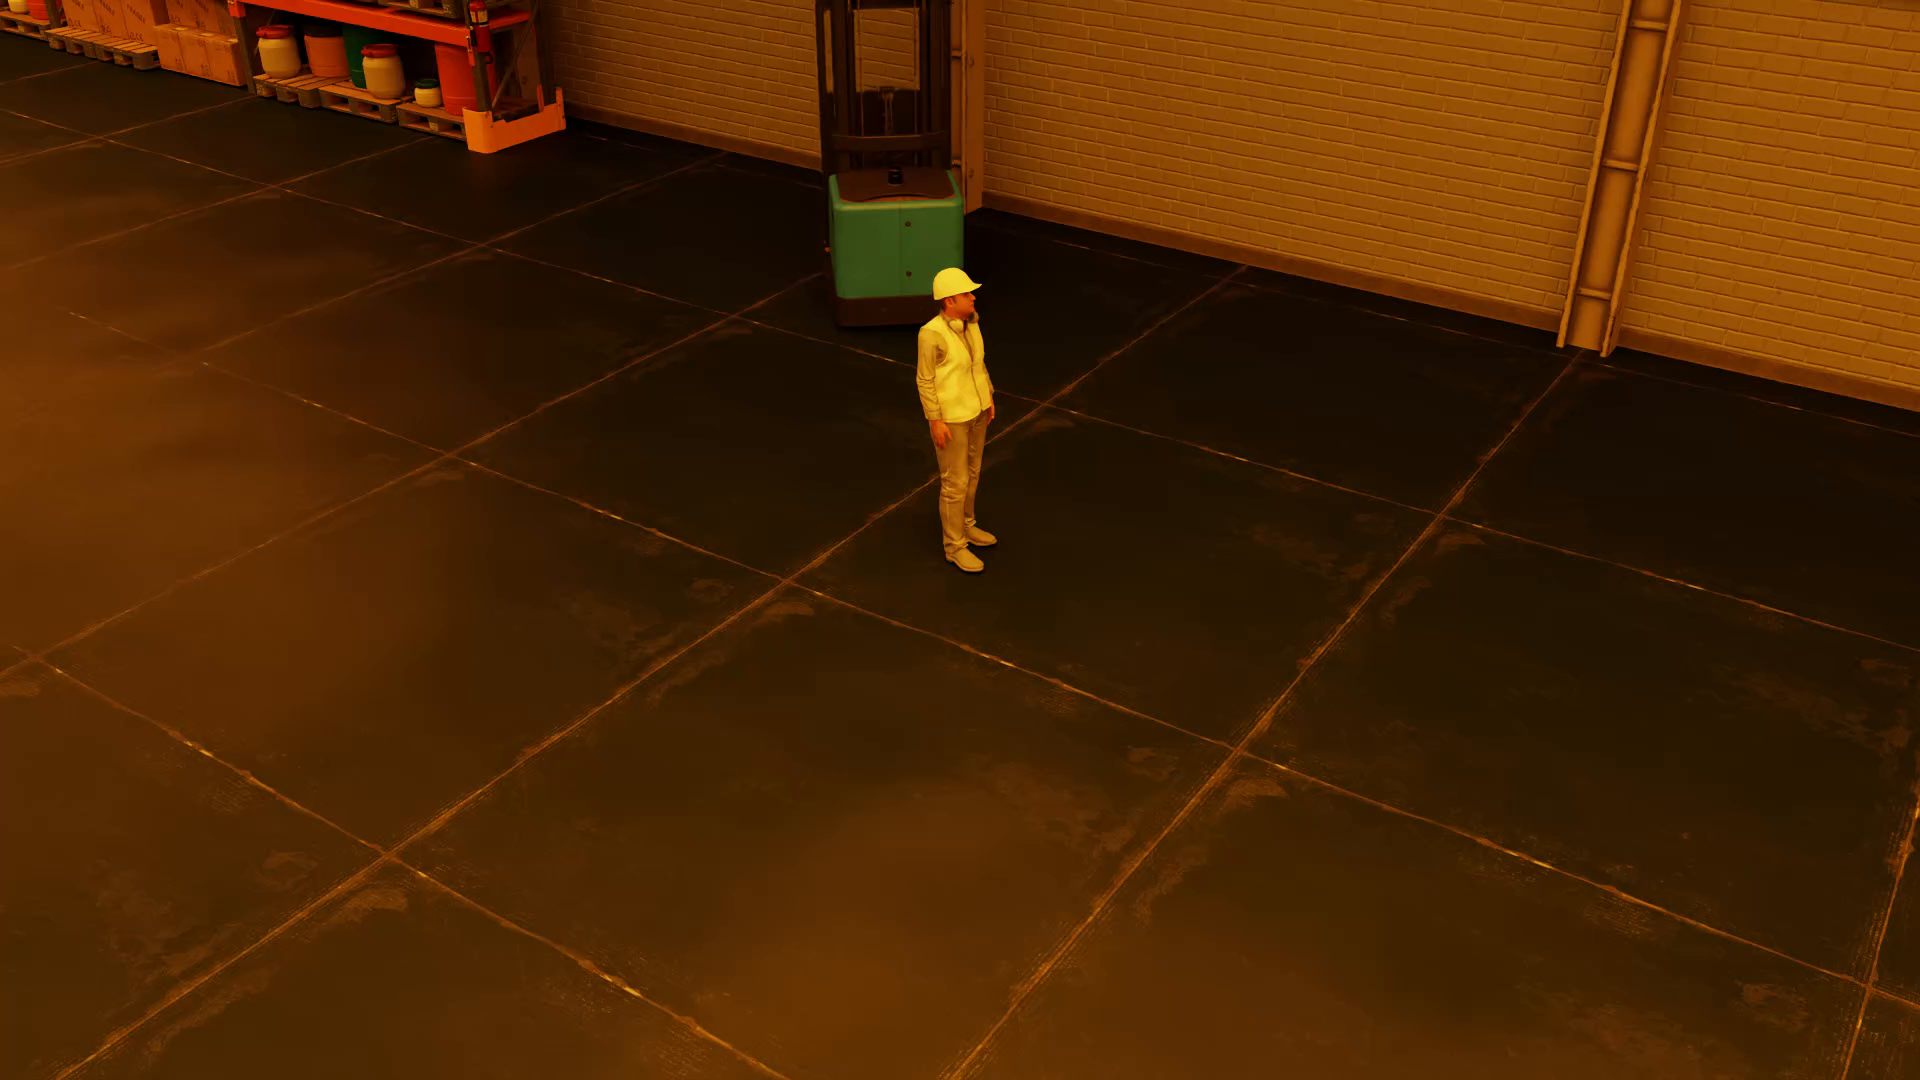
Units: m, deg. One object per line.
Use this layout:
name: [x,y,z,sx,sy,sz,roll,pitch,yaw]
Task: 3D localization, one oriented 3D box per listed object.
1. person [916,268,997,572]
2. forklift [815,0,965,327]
person: [0.048,-0.752,10.015,0.566,1.775,0.633,19,35,29]
forklift: [-0.647,-3.688,13.931,1.130,2.935,3.031,-4,30,-6]
